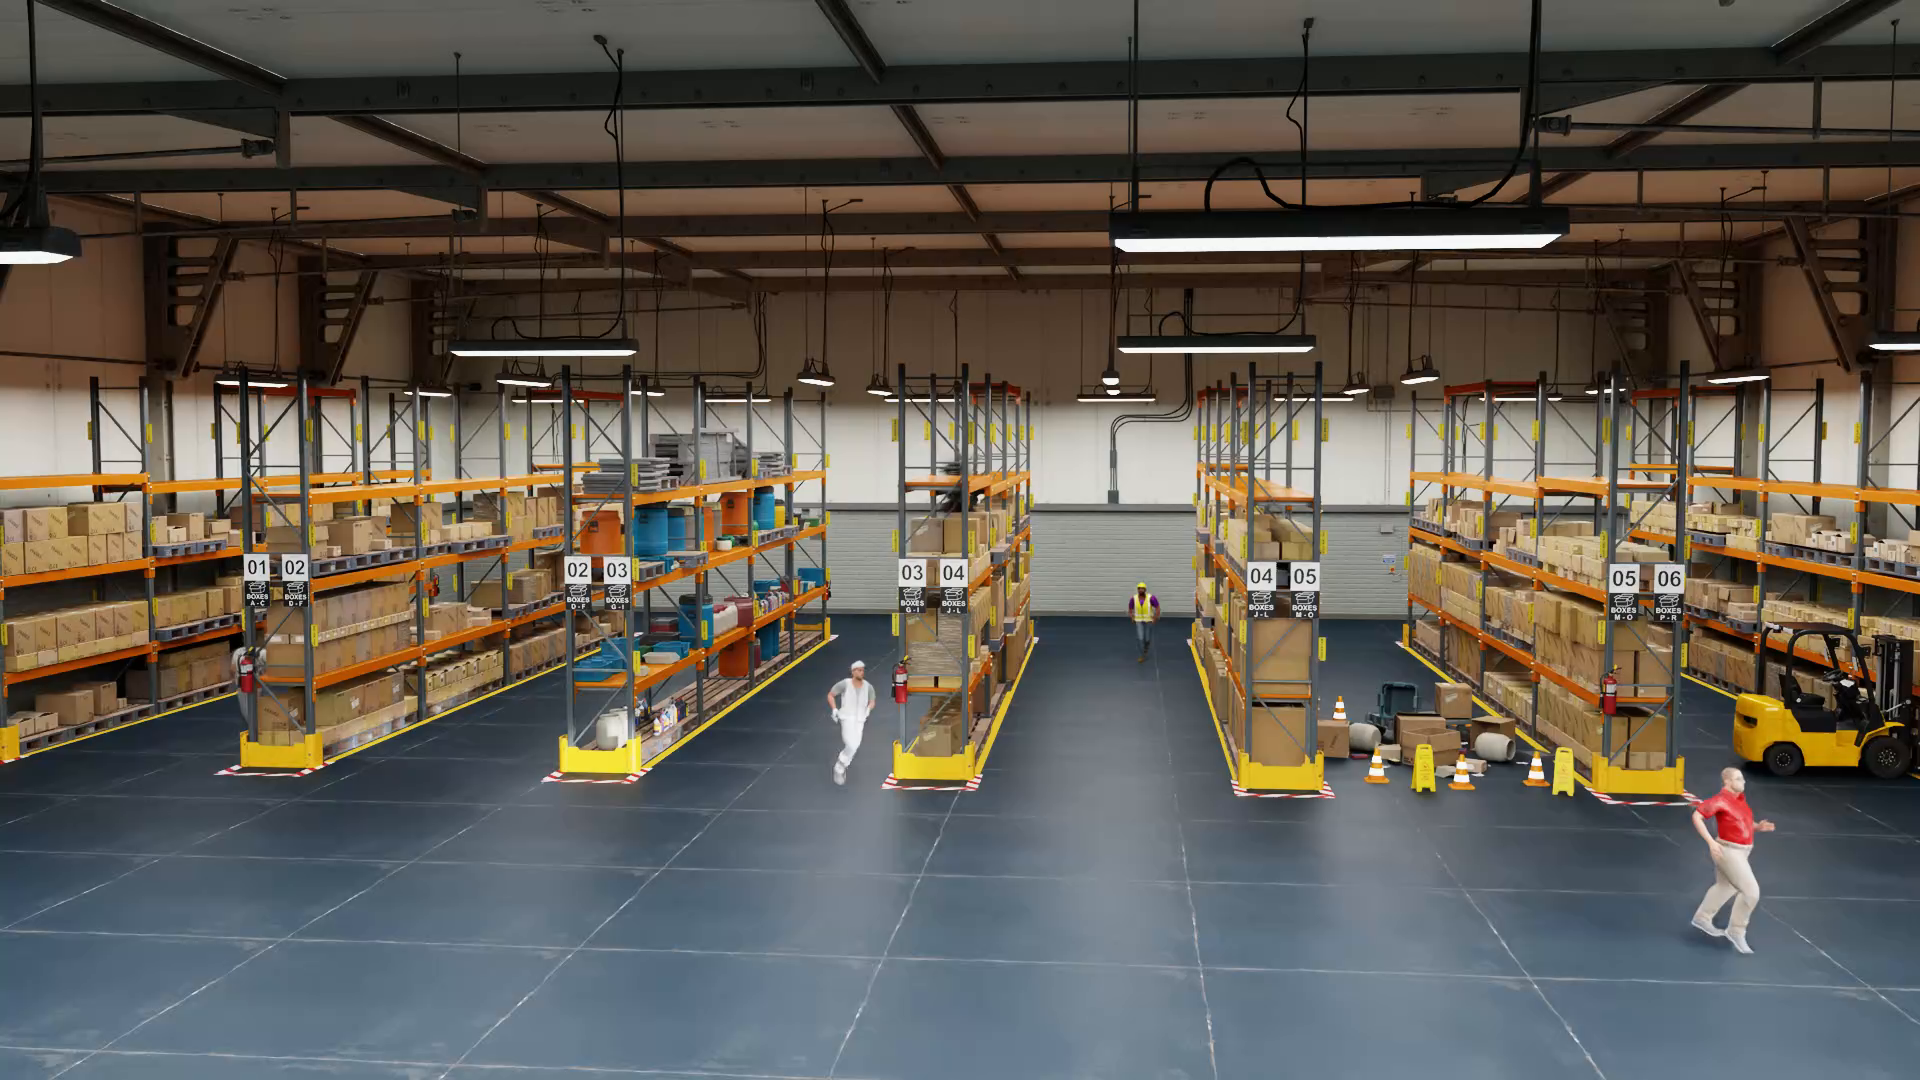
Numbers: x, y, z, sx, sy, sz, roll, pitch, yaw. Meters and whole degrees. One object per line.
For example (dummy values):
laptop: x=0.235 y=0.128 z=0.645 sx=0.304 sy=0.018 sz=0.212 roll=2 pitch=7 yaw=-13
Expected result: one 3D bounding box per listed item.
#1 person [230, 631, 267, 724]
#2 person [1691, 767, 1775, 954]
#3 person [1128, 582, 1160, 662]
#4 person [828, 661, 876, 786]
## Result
person: x=-11.648 y=2.386 z=27.230 sx=0.643 sy=1.805 sz=0.676 roll=0 pitch=4 yaw=2
person: x=7.523 y=3.113 z=16.213 sx=0.768 sy=1.798 sz=0.631 roll=3 pitch=5 yaw=41
person: x=4.051 y=1.797 z=36.614 sx=0.706 sy=1.751 sz=0.649 roll=1 pitch=4 yaw=12
person: x=-1.499 y=2.603 z=23.737 sx=0.652 sy=1.756 sz=0.625 roll=-2 pitch=4 yaw=-30
